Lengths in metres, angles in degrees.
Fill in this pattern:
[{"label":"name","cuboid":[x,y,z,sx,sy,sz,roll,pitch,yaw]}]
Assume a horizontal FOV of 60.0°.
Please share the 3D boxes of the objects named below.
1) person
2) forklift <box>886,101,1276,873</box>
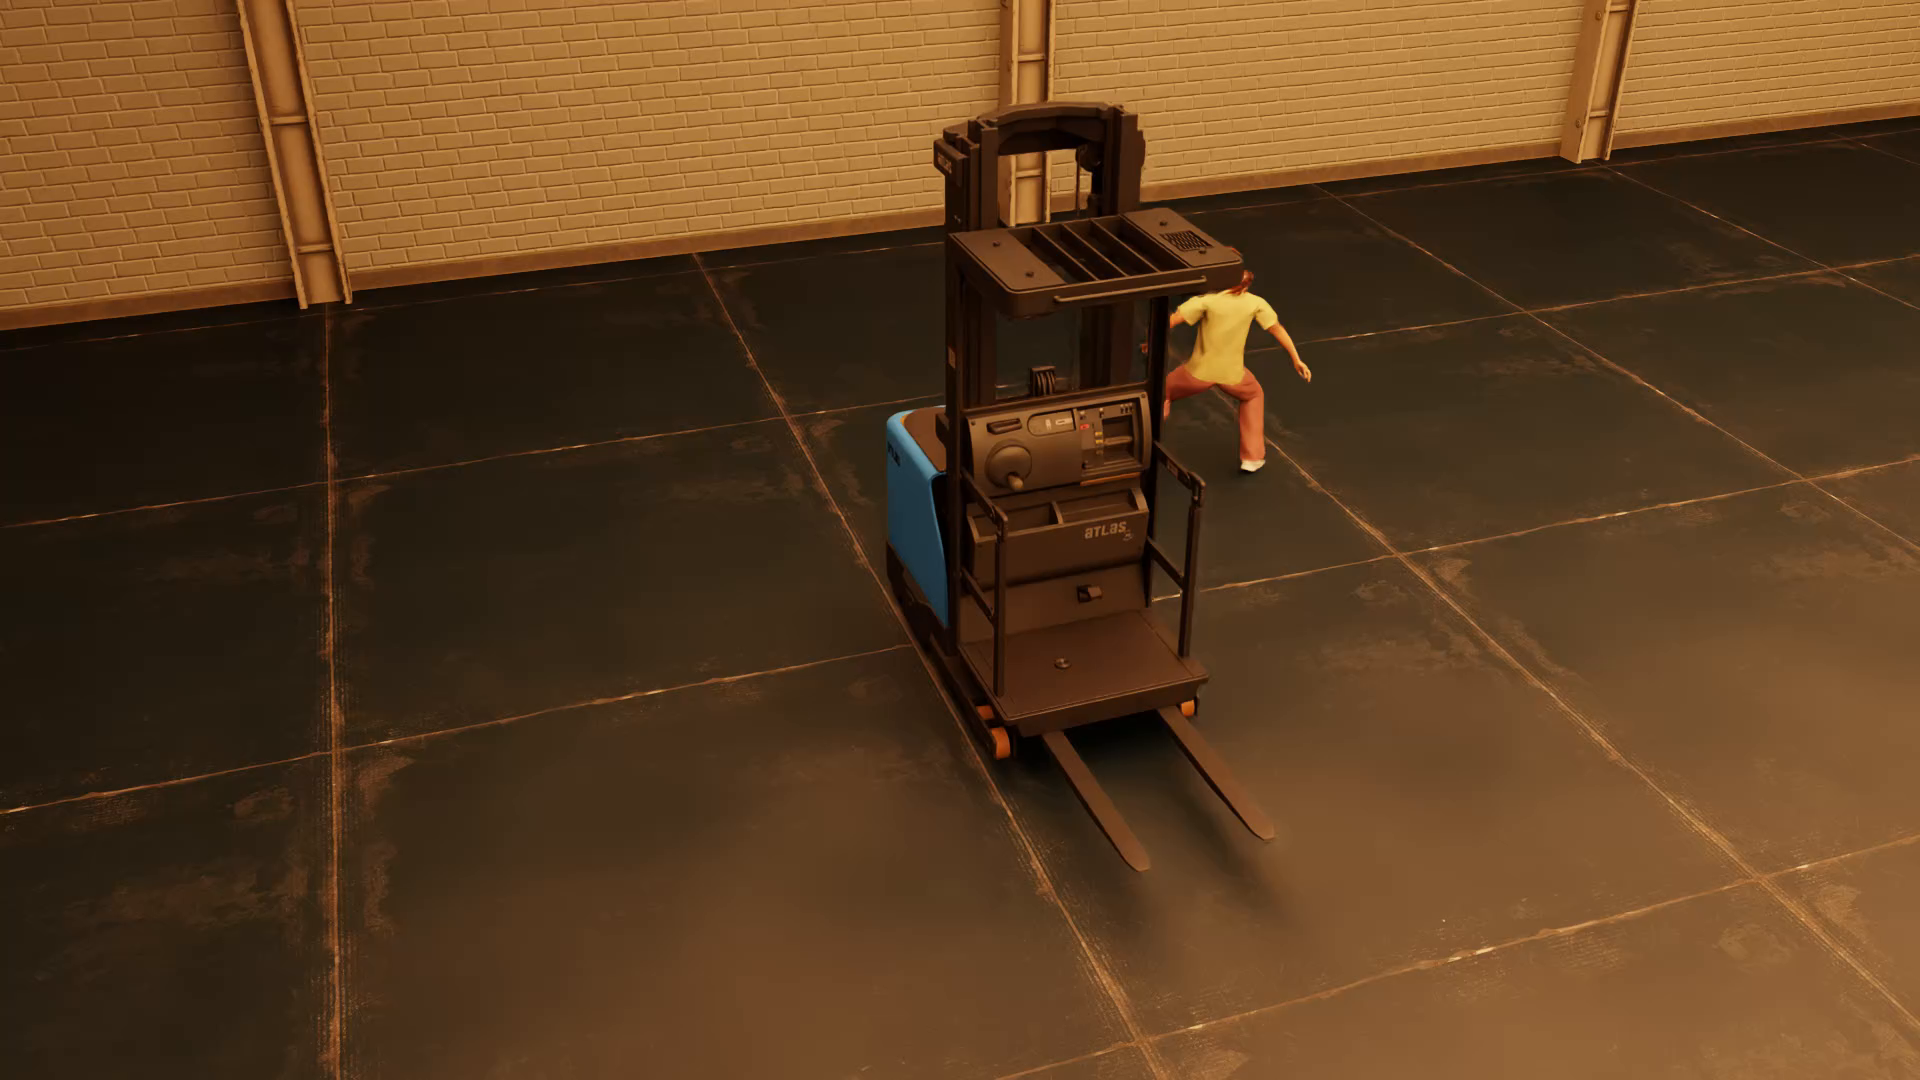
[{"label":"person","cuboid":[1.646,-1.074,10.428,1.071,1.566,0.507,0,30,0]},{"label":"forklift","cuboid":[0.560,-0.424,7.824,1.130,2.935,3.031,-10,31,-17]}]
